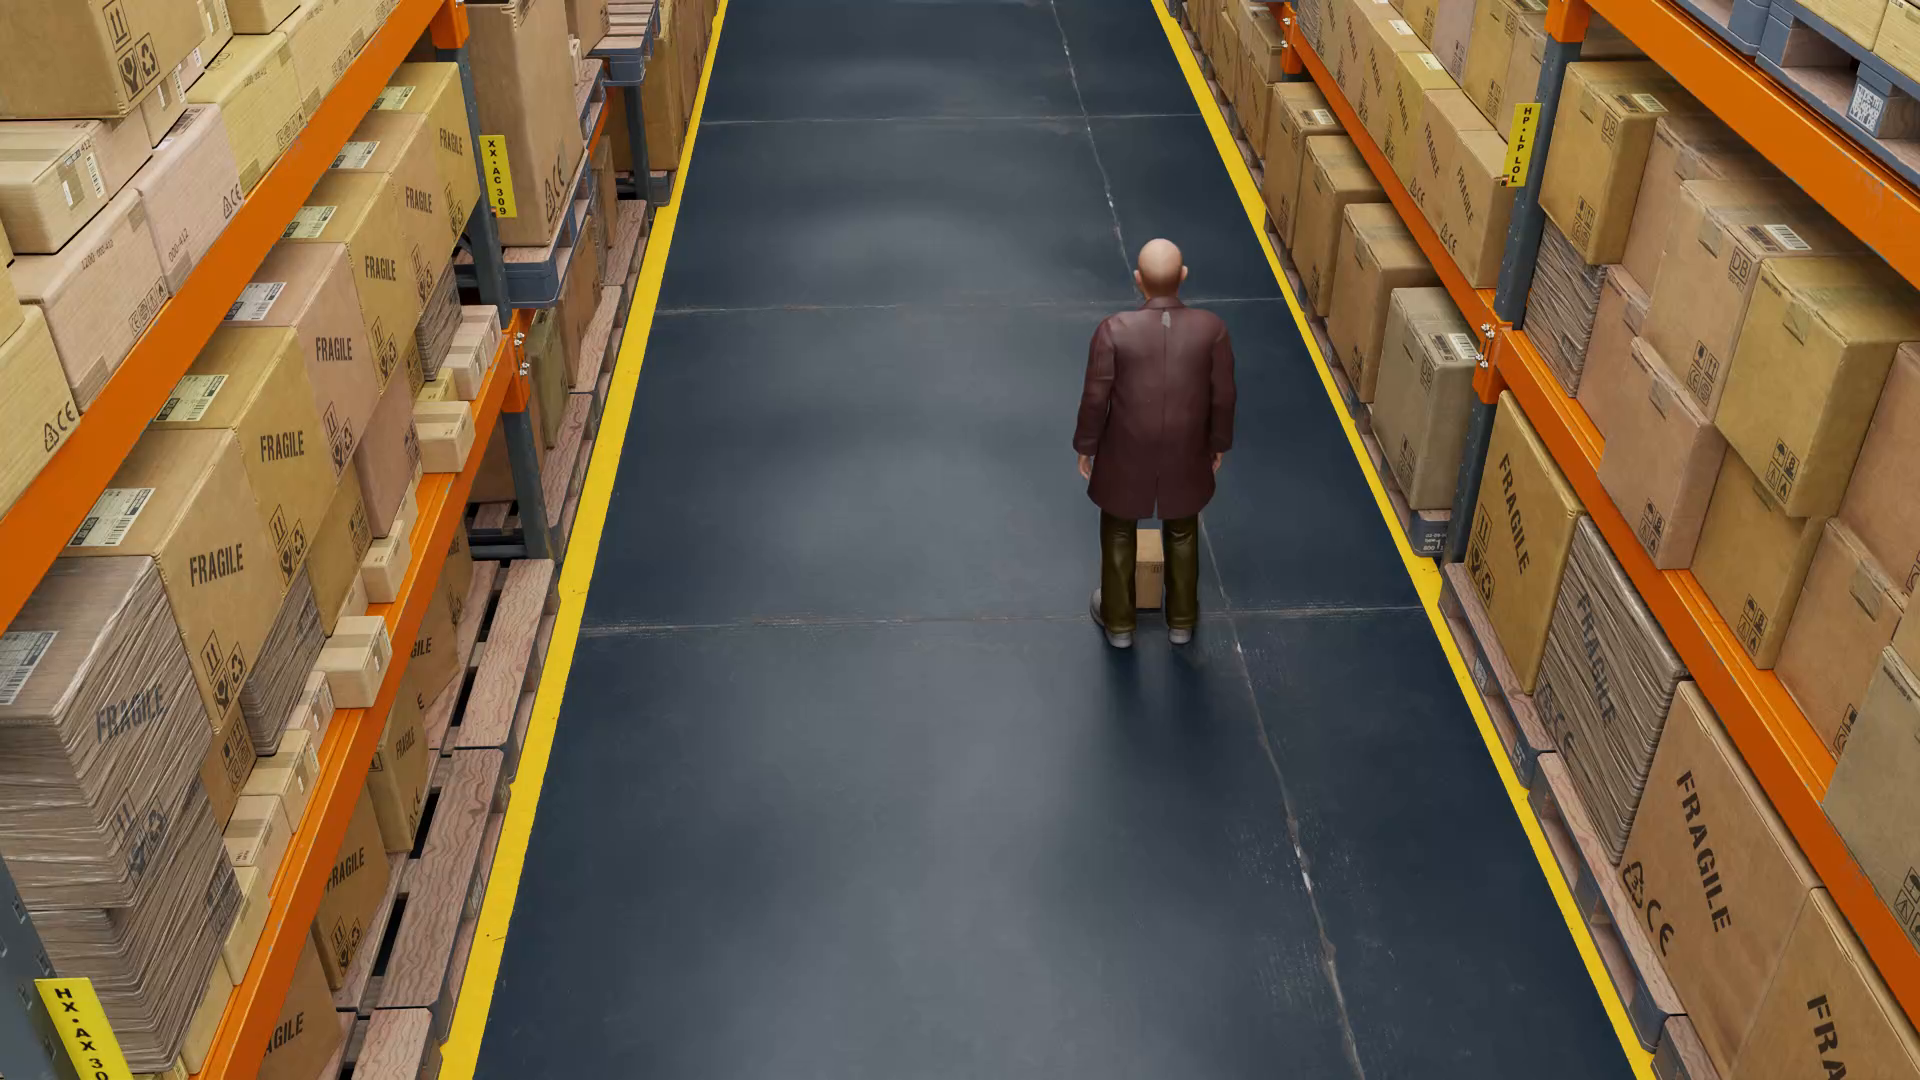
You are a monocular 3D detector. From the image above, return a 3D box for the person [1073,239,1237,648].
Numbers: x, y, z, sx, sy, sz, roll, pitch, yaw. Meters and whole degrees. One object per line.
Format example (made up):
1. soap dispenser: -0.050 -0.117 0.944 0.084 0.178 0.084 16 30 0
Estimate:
1. person: 0.774 -0.361 6.677 0.643 1.774 0.424 -1 35 -2
